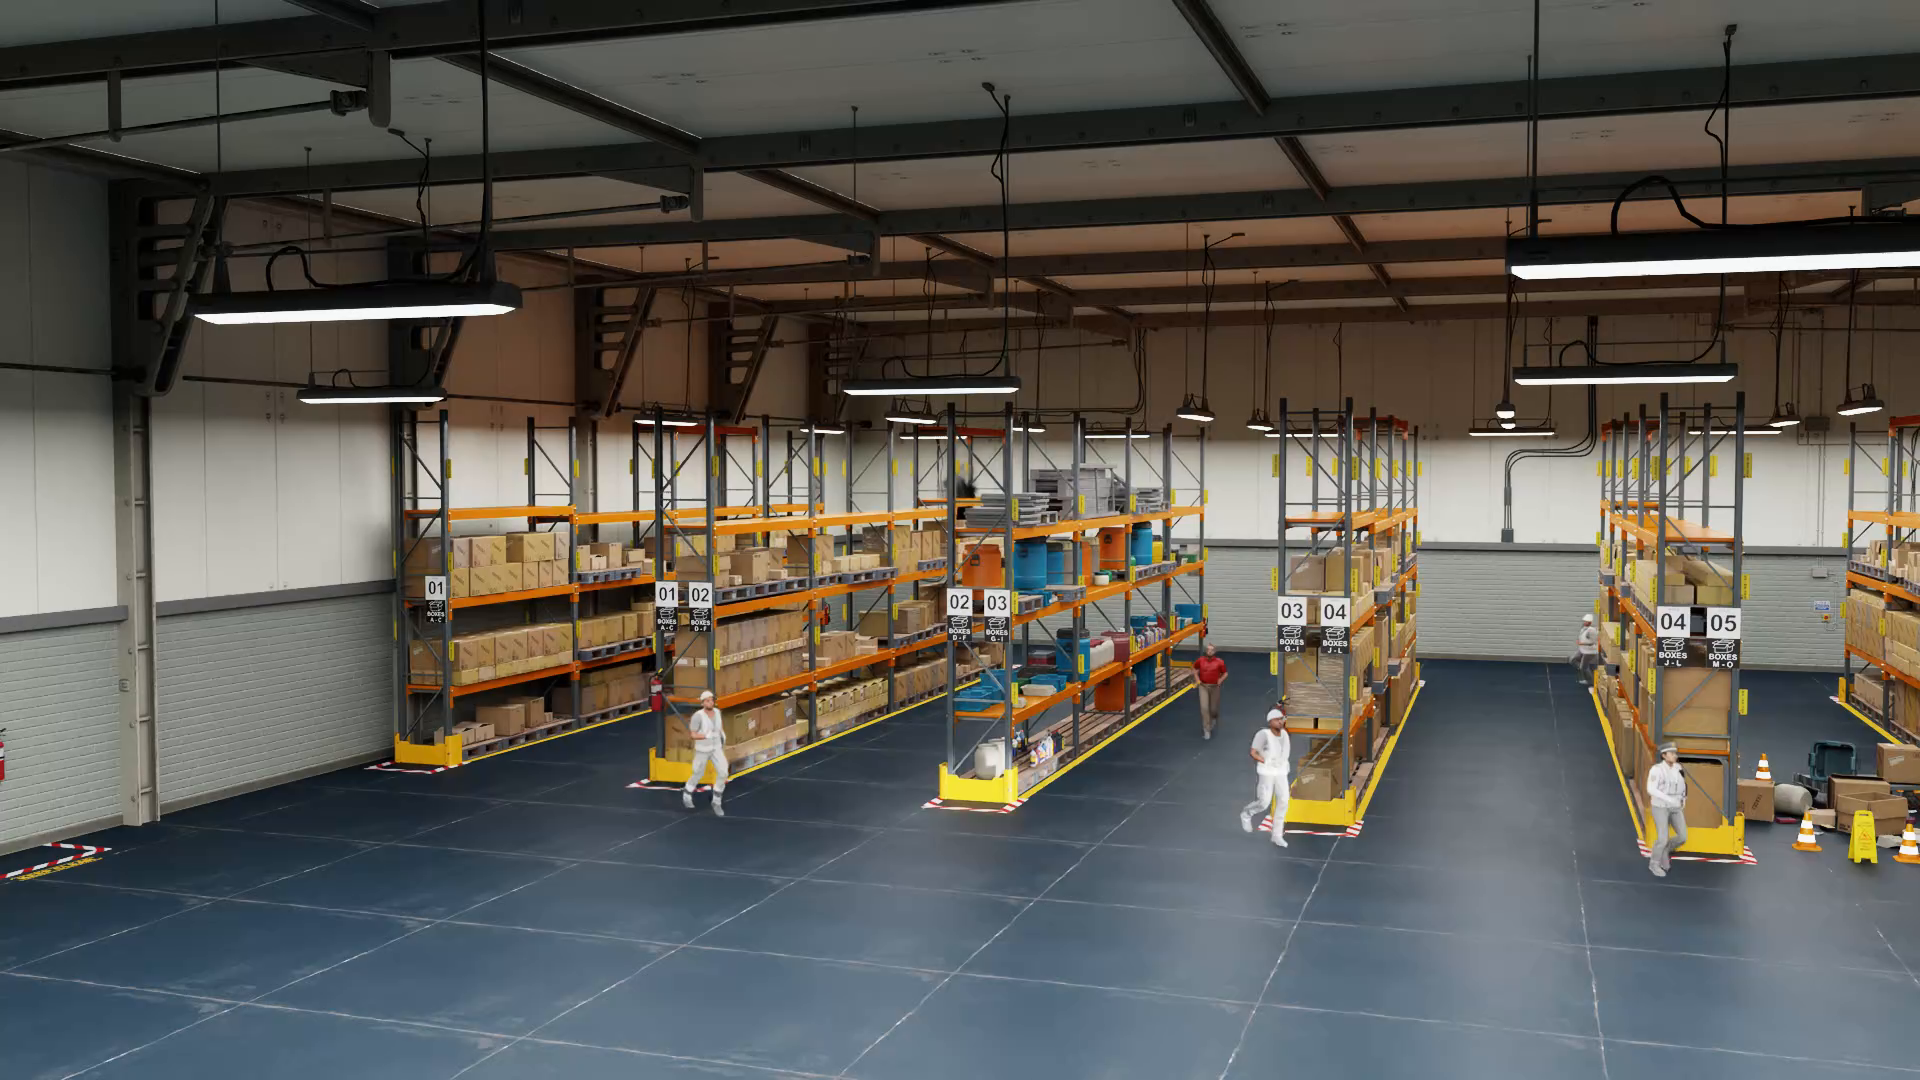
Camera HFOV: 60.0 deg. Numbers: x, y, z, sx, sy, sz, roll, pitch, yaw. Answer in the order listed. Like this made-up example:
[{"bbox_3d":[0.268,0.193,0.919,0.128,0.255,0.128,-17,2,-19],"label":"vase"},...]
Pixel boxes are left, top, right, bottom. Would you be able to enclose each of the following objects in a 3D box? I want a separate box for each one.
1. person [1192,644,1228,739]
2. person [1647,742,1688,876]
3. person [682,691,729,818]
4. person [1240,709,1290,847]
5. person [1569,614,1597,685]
[{"bbox_3d":[4.685,2.821,31.200,0.663,1.731,0.879,0,2,11],"label":"person"},{"bbox_3d":[8.739,3.304,20.422,0.650,1.651,0.557,-1,3,-17],"label":"person"},{"bbox_3d":[-3.651,3.078,24.054,0.672,1.822,0.915,-2,3,-39],"label":"person"},{"bbox_3d":[4.178,3.162,22.366,0.697,1.784,0.865,-1,3,-28],"label":"person"},{"bbox_3d":[14.393,2.523,38.321,0.596,1.666,0.793,0,2,-2],"label":"person"}]
